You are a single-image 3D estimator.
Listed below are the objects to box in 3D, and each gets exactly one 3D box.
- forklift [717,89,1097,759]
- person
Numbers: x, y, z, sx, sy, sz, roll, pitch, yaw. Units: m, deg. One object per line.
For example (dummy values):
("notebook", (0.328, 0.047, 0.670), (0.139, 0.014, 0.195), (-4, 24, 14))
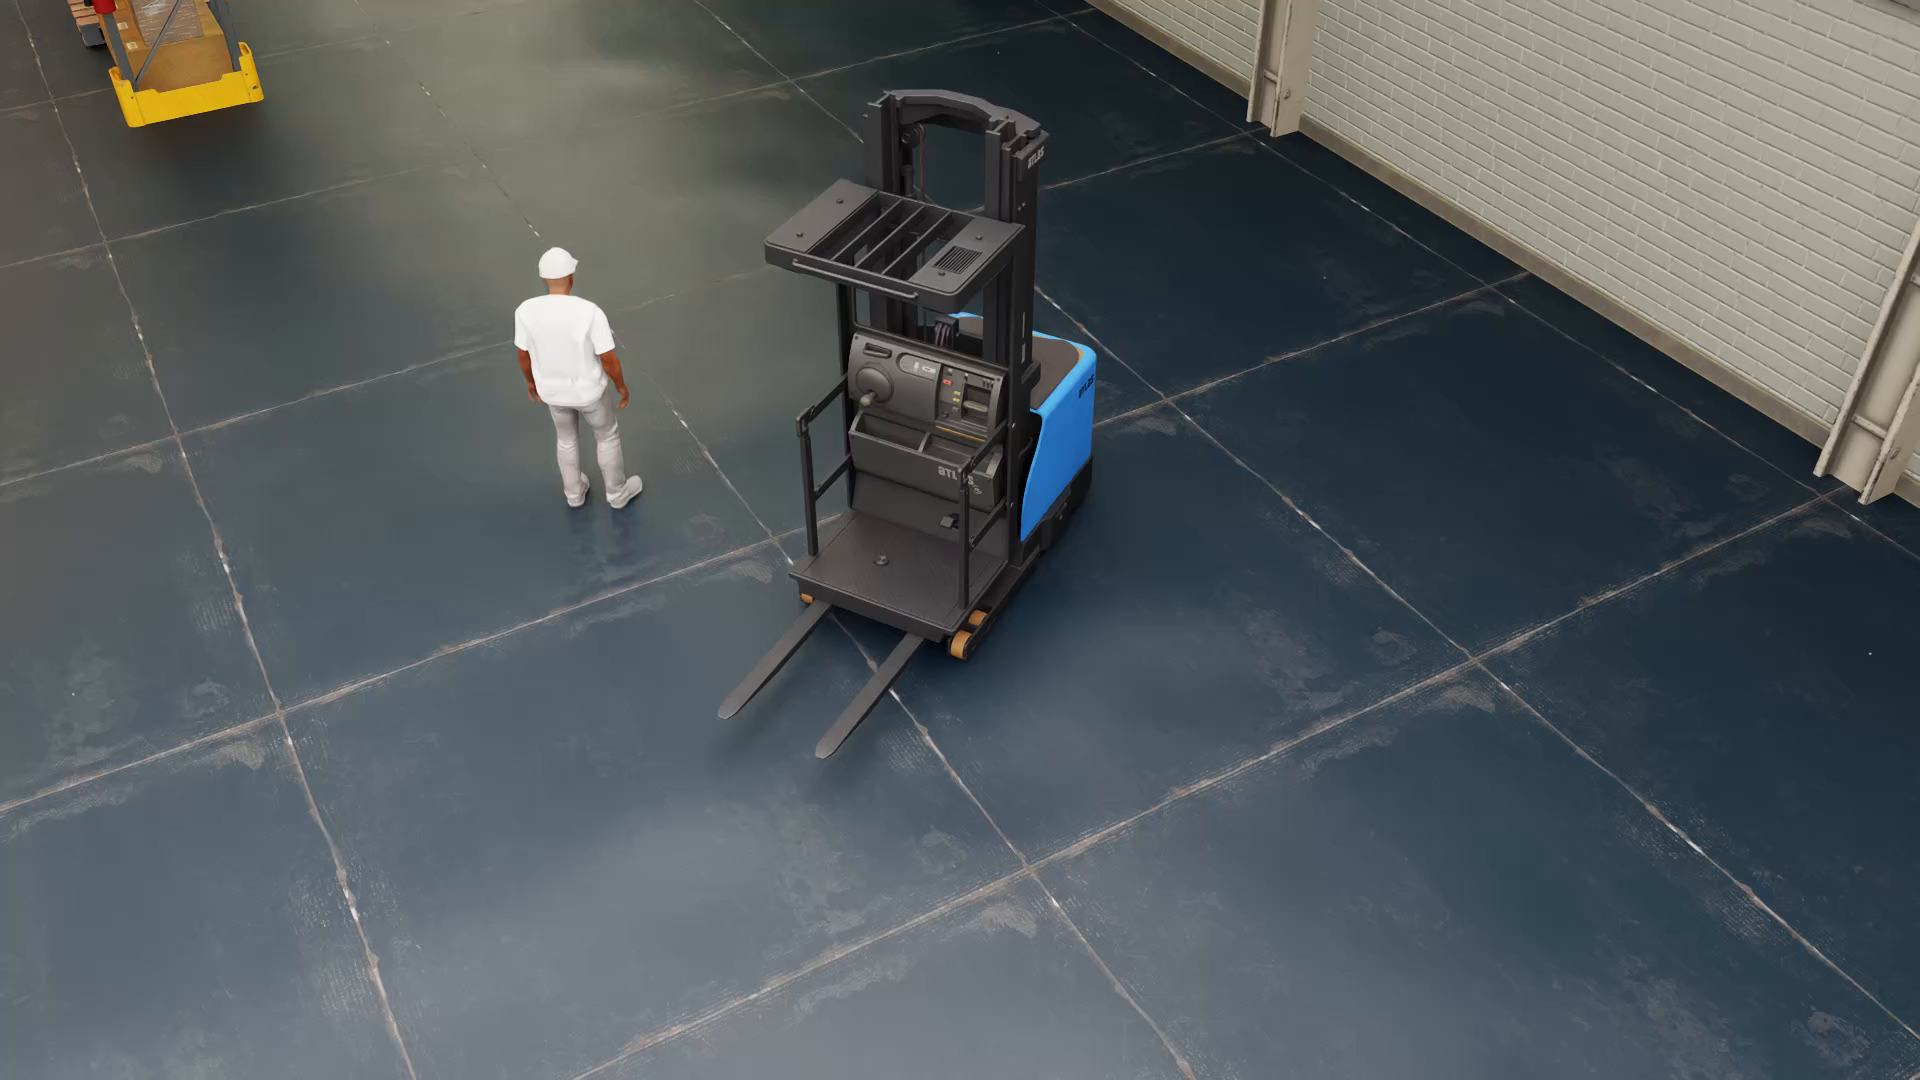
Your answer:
("forklift", (-0.292, -0.775, 8.971), (1.130, 2.935, 3.031), (19, 43, 21))
("person", (-2.332, -0.954, 10.107), (0.632, 1.759, 0.461), (5, 40, 6))
